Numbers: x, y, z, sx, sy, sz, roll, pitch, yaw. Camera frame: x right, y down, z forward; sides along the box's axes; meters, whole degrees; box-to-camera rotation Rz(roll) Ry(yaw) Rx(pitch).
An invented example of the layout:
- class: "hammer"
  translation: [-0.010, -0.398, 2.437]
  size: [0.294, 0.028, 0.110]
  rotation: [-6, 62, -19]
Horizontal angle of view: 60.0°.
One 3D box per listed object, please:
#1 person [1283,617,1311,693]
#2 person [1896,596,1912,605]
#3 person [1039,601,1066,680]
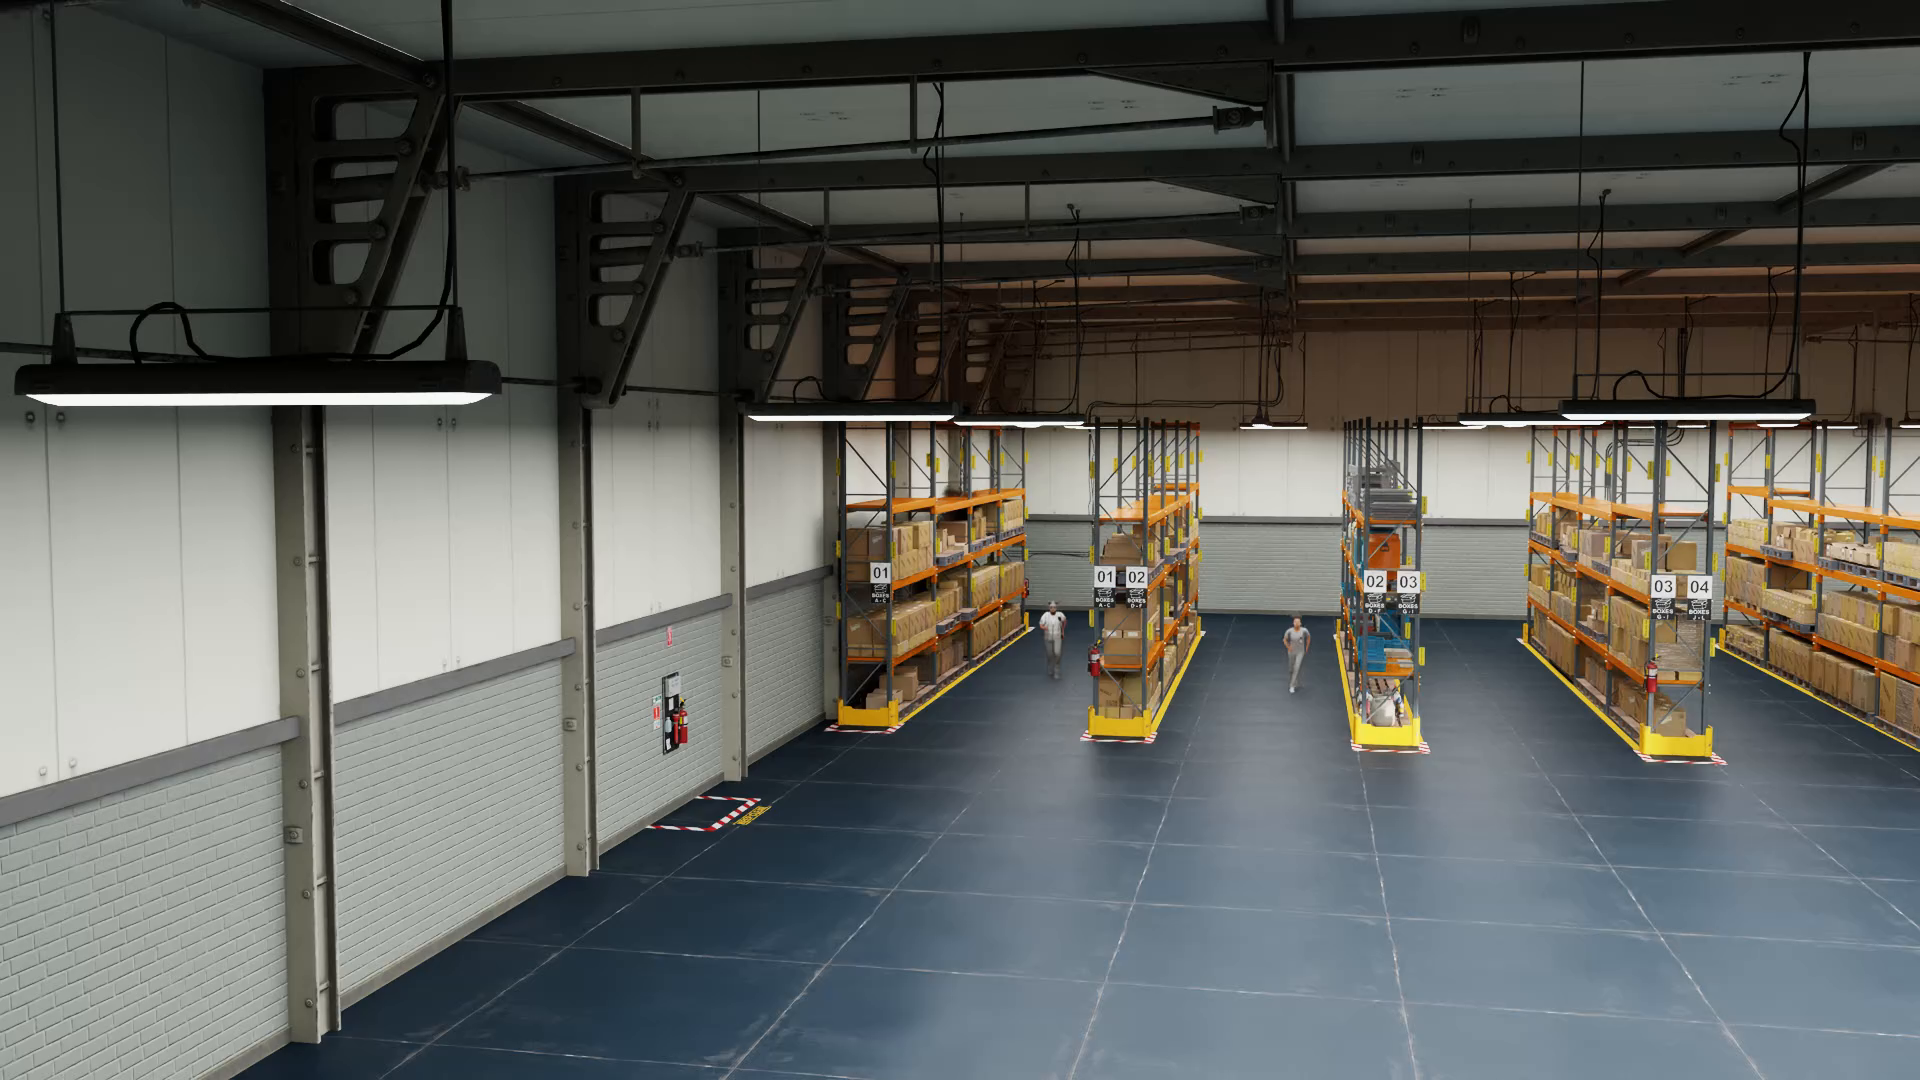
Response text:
- class: "person"
  translation: [7.470, 2.515, 36.881]
  size: [0.589, 1.659, 0.893]
  rotation: [1, 4, 15]
- class: "person"
  translation: [25.212, 1.944, 44.629]
  size: [0.556, 1.762, 0.661]
  rotation: [2, 4, 27]
- class: "person"
  translation: [2.164, 2.314, 38.877]
  size: [0.608, 1.813, 0.909]
  rotation: [1, 4, 8]
